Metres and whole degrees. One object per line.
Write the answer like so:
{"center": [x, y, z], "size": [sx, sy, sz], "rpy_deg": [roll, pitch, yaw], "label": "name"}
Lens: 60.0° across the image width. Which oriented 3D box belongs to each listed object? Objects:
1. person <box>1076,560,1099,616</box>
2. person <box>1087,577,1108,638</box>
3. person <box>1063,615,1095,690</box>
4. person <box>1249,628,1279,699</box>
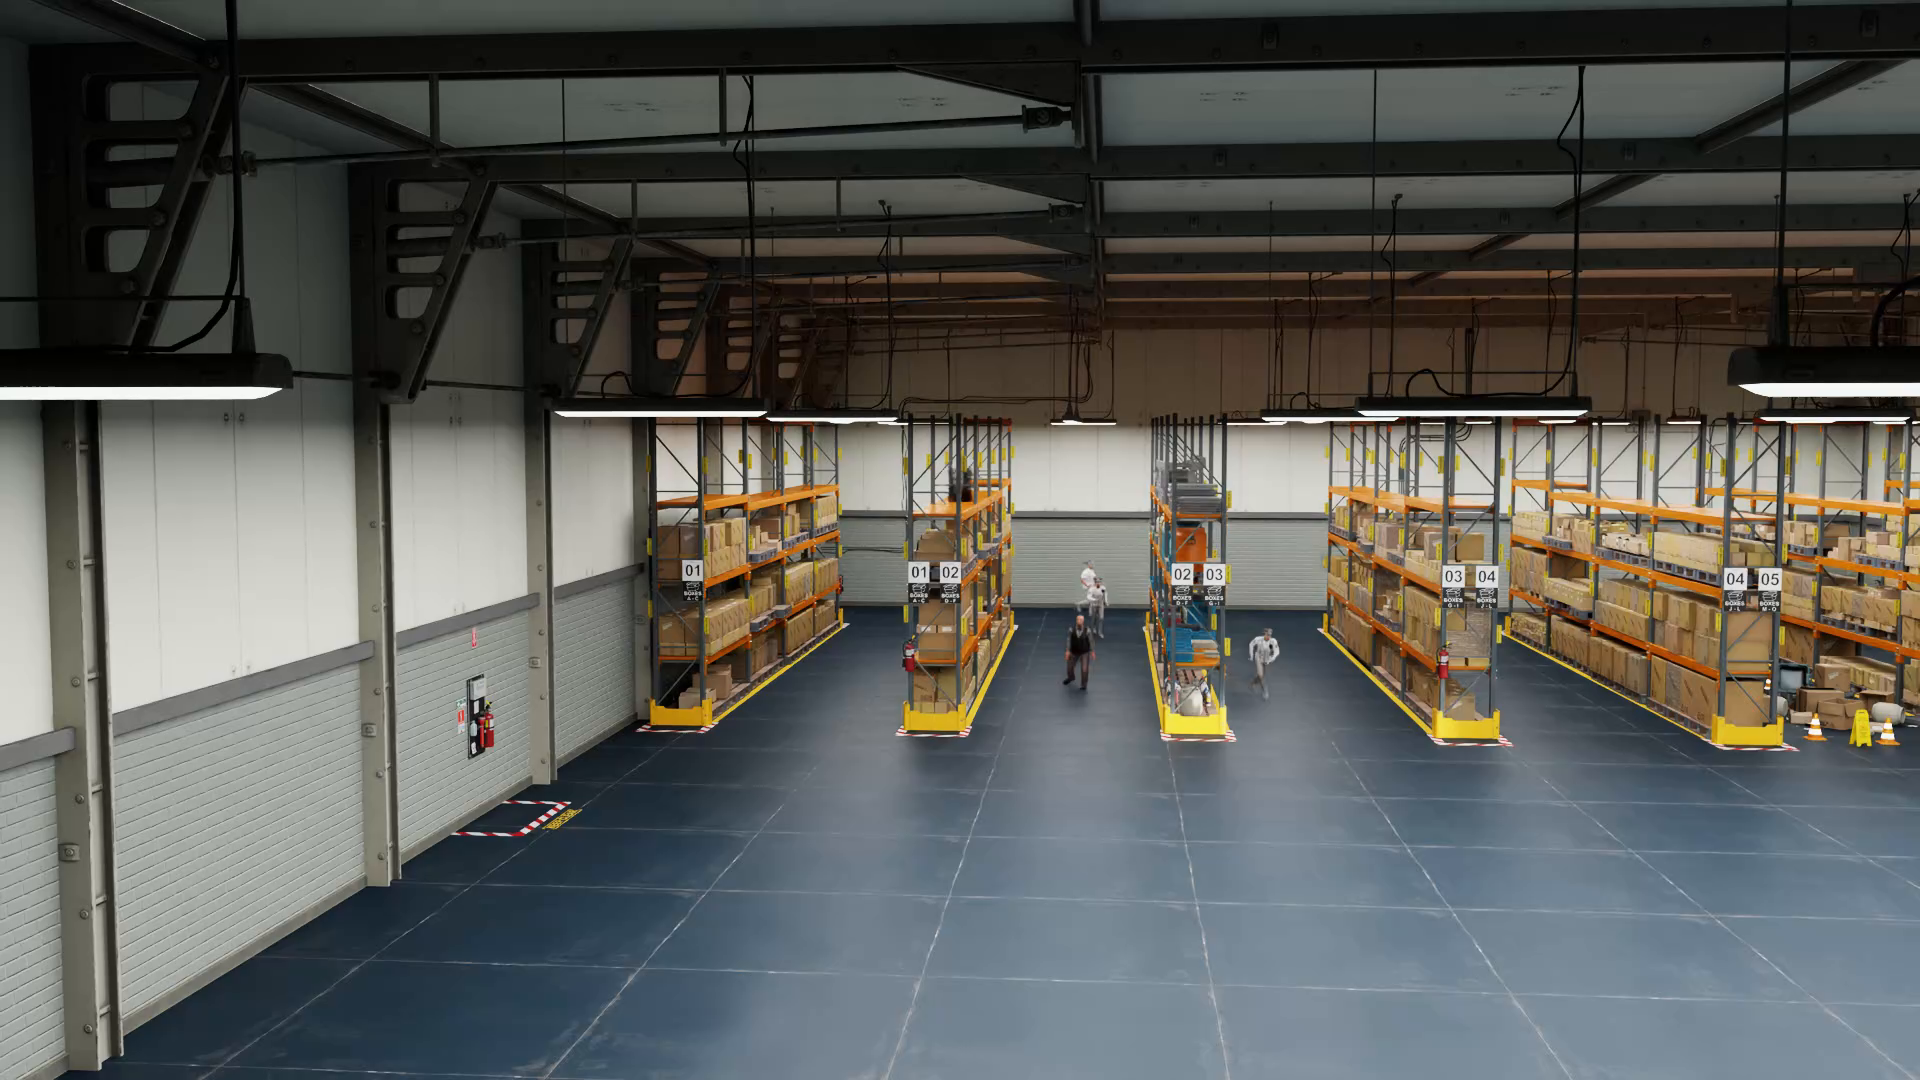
{"center": [3.911, 1.460, 50.571], "size": [0.710, 1.727, 0.670], "rpy_deg": [2, 4, 29], "label": "person"}
{"center": [3.778, 1.823, 45.715], "size": [0.603, 1.658, 0.933], "rpy_deg": [0, 4, -3], "label": "person"}
{"center": [2.615, 2.443, 36.439], "size": [0.791, 1.644, 0.647], "rpy_deg": [1, 4, 14], "label": "person"}
{"center": [6.464, 2.591, 35.525], "size": [0.605, 1.513, 1.037], "rpy_deg": [0, 4, -4], "label": "person"}
